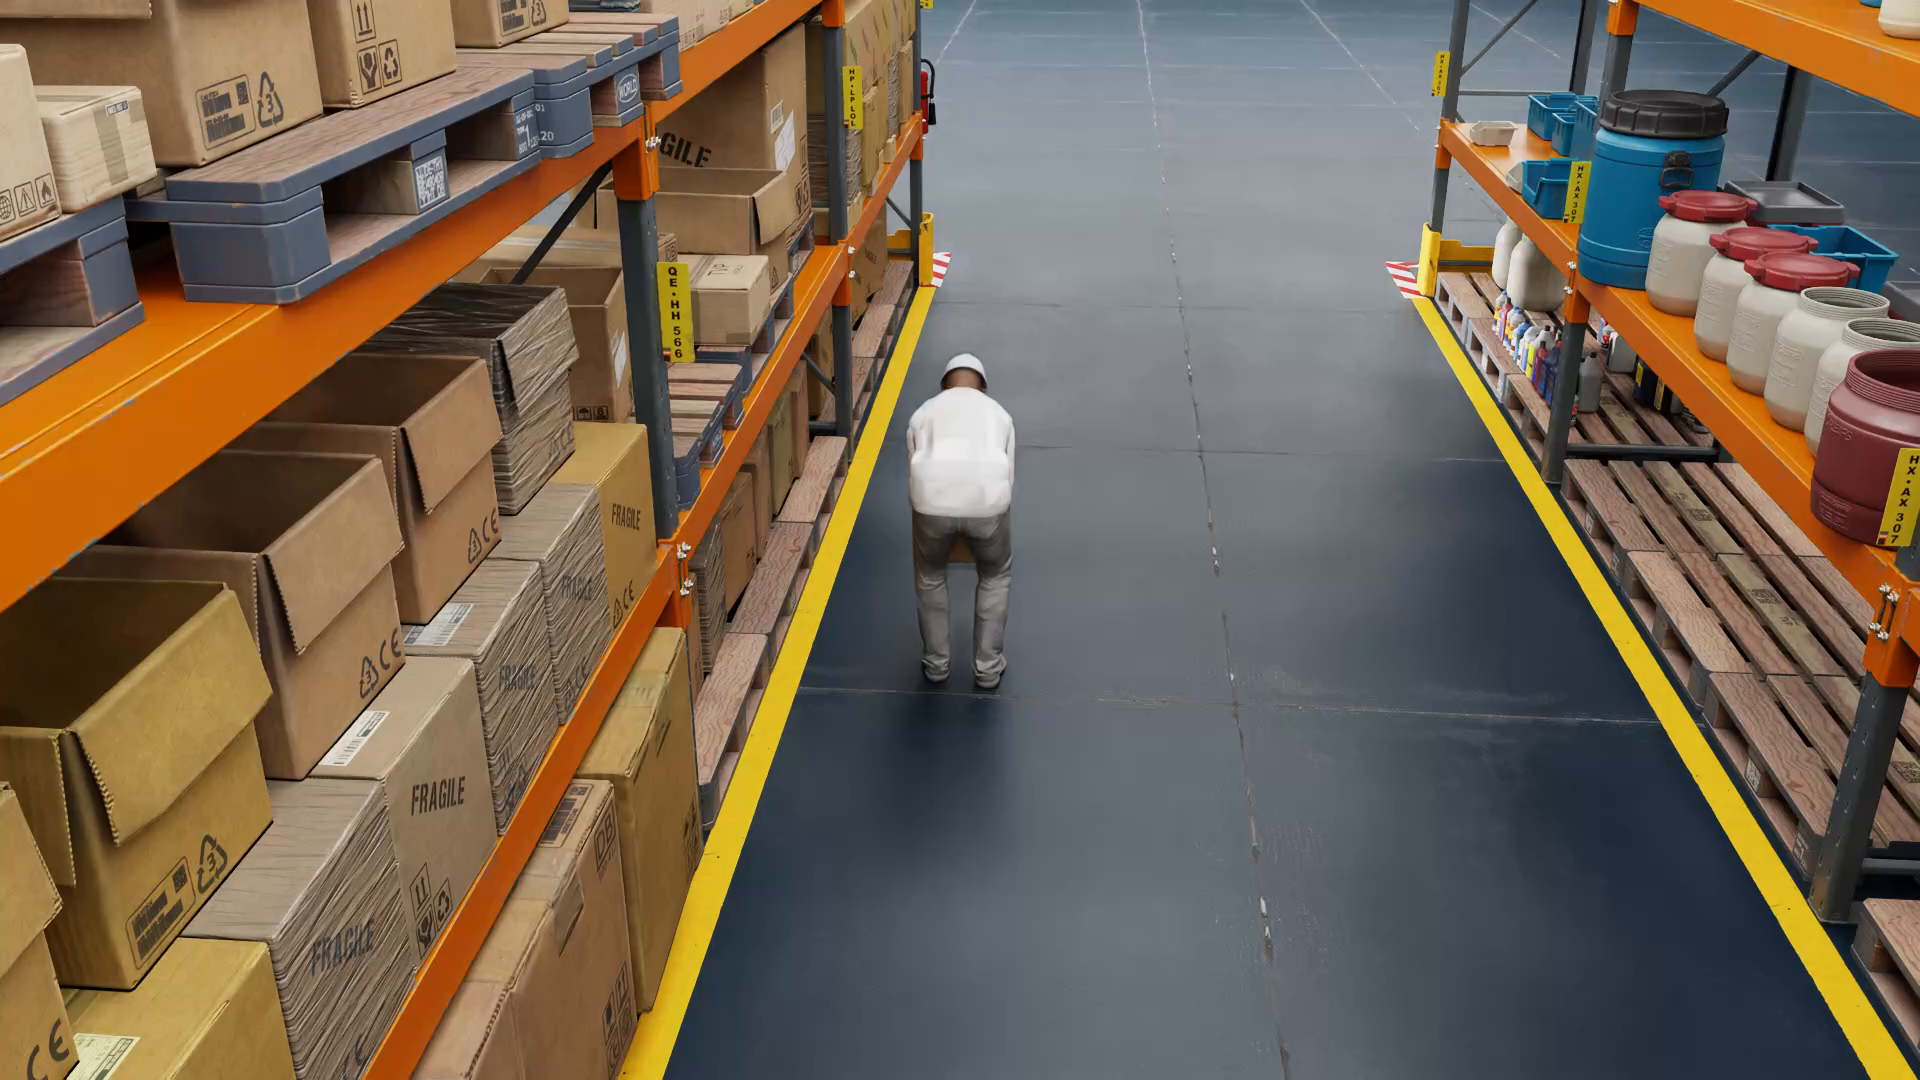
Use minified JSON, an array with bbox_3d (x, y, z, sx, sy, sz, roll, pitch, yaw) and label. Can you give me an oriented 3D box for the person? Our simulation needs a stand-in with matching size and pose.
[{"bbox_3d":[0.000,-0.088,7.337,0.474,1.295,0.940,1,24,3],"label":"person"}]
